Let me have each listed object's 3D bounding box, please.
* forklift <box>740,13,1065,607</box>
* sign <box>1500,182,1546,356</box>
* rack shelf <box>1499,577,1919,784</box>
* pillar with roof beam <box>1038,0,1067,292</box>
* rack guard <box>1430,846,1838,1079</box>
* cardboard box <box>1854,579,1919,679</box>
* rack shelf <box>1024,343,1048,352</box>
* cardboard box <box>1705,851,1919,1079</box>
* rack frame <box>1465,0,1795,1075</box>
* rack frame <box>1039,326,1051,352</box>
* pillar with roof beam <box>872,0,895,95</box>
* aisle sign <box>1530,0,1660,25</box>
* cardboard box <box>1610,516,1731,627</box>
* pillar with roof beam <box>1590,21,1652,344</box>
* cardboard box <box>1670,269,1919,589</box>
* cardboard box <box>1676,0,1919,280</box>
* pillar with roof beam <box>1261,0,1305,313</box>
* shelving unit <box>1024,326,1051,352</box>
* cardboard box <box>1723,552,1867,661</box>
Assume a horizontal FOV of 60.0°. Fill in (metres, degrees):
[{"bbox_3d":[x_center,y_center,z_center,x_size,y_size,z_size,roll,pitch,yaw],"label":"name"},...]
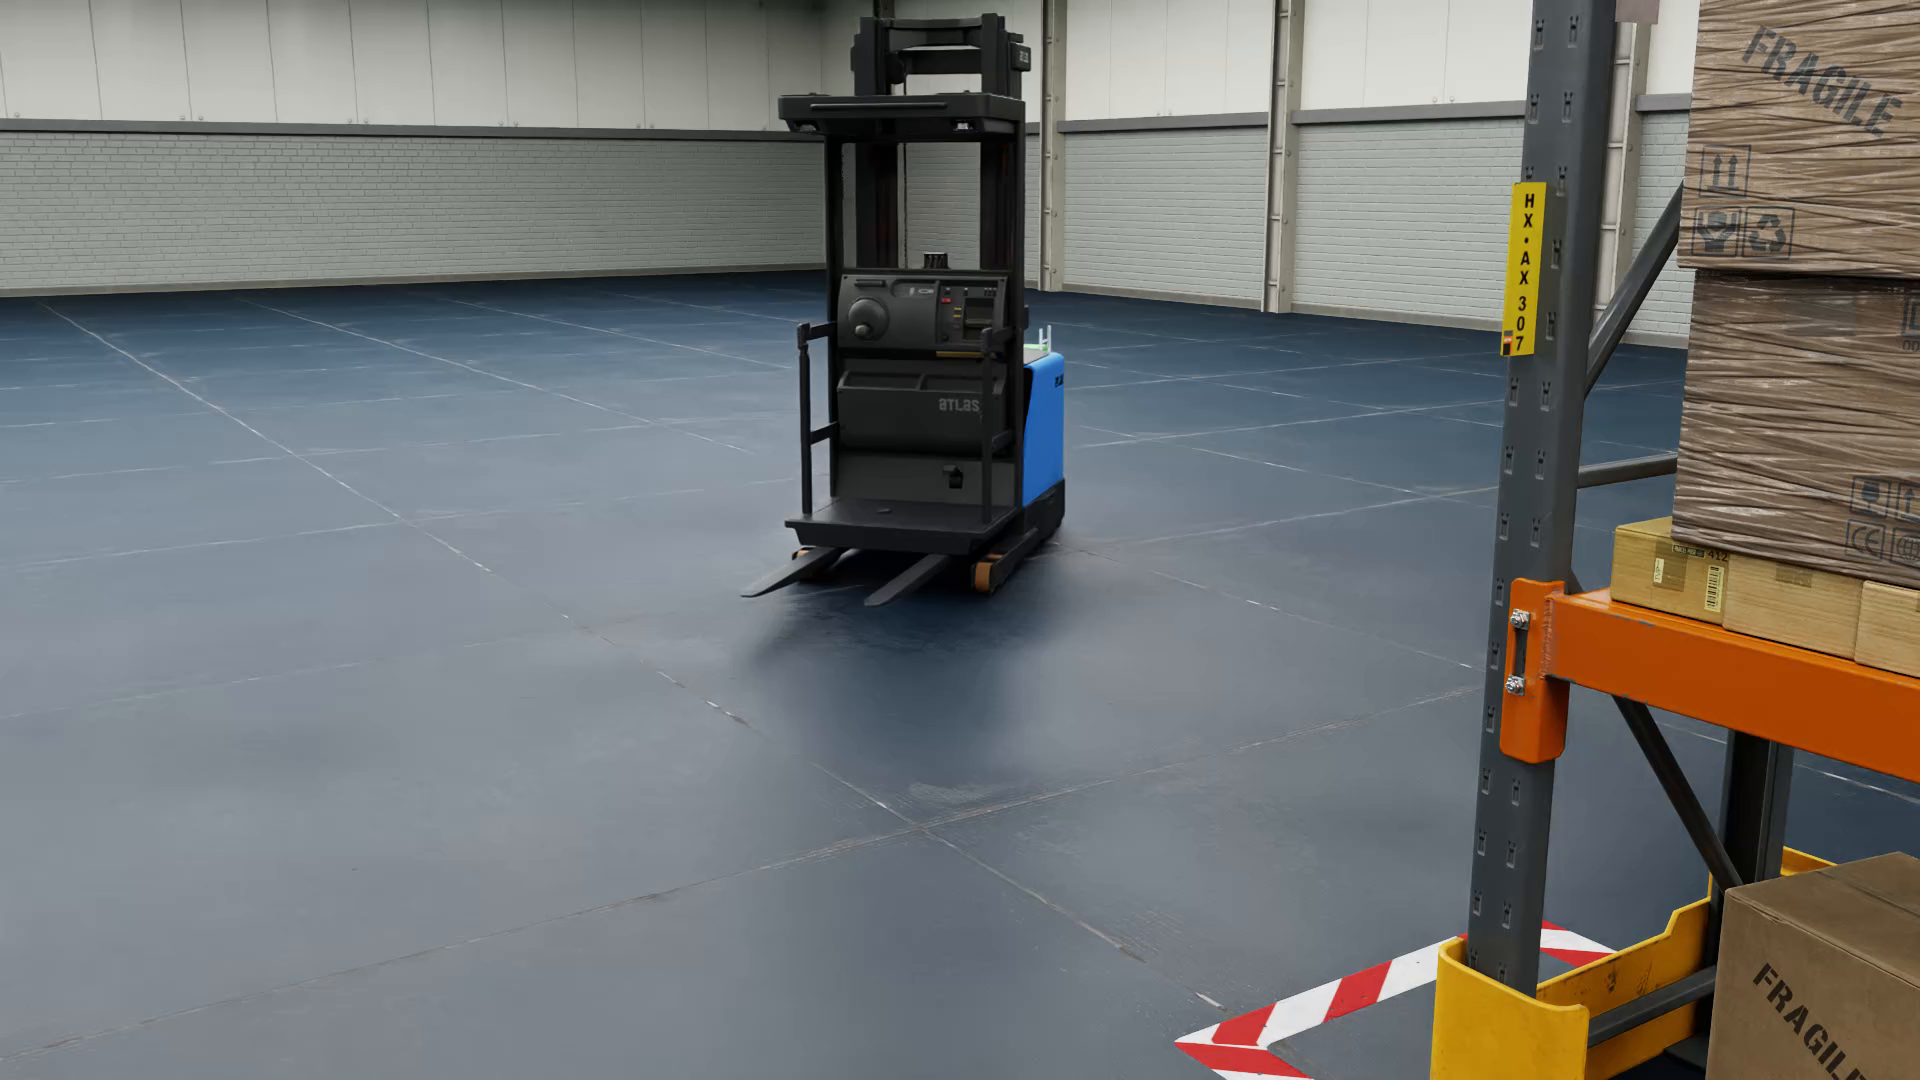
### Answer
[{"bbox_3d":[-0.264,-1.249,8.711,1.130,2.935,3.031,4,13,16],"label":"forklift"},{"bbox_3d":[1.077,-0.516,3.174,0.100,0.325,0.005,-8,15,-33],"label":"sign"},{"bbox_3d":[2.637,0.550,2.010,1.077,0.370,4.000,-8,15,-33],"label":"rack shelf"},{"bbox_3d":[-1.873,-8.584,28.049,9.100,9.000,0.400,-8,15,-33],"label":"pillar with roof beam"},{"bbox_3d":[1.571,1.077,3.765,1.175,0.500,0.348,-8,15,-33],"label":"rack guard"},{"bbox_3d":[1.737,0.137,2.801,0.380,0.149,0.250,-8,15,-33],"label":"cardboard box"},{"bbox_3d":[0.291,-1.145,10.342,0.480,0.148,0.258,4,13,16],"label":"rack shelf"},{"bbox_3d":[1.861,0.972,3.265,0.500,0.500,0.500,-5,13,-22],"label":"cardboard box"},{"bbox_3d":[1.529,-0.157,3.560,1.000,3.000,0.127,-8,15,-33],"label":"rack frame"},{"bbox_3d":[0.525,-0.724,10.363,0.015,1.200,0.240,4,13,16],"label":"rack frame"},{"bbox_3d":[-5.198,-9.651,32.929,9.100,9.000,0.400,-8,15,-33],"label":"pillar with roof beam"},{"bbox_3d":[1.245,-1.403,3.170,0.394,0.787,0.004,-8,15,-33],"label":"aisle sign"},{"bbox_3d":[1.488,0.044,3.226,0.380,0.149,0.250,-8,15,-33],"label":"cardboard box"},{"bbox_3d":[4.775,-6.449,18.290,9.100,9.000,0.400,-8,15,-33],"label":"pillar with roof beam"},{"bbox_3d":[1.811,-0.250,3.055,0.875,0.500,0.500,-8,15,-33],"label":"cardboard box"},{"bbox_3d":[1.607,-0.710,2.816,0.500,0.500,0.500,-8,15,-33],"label":"cardboard box"},{"bbox_3d":[1.451,-7.517,23.170,9.100,9.000,0.400,-8,15,-33],"label":"pillar with roof beam"},{"bbox_3d":[0.291,-0.739,10.430,0.503,1.200,0.258,4,13,16],"label":"shelving unit"},{"bbox_3d":[1.611,0.091,3.012,0.380,0.149,0.250,-8,15,-33],"label":"cardboard box"}]
